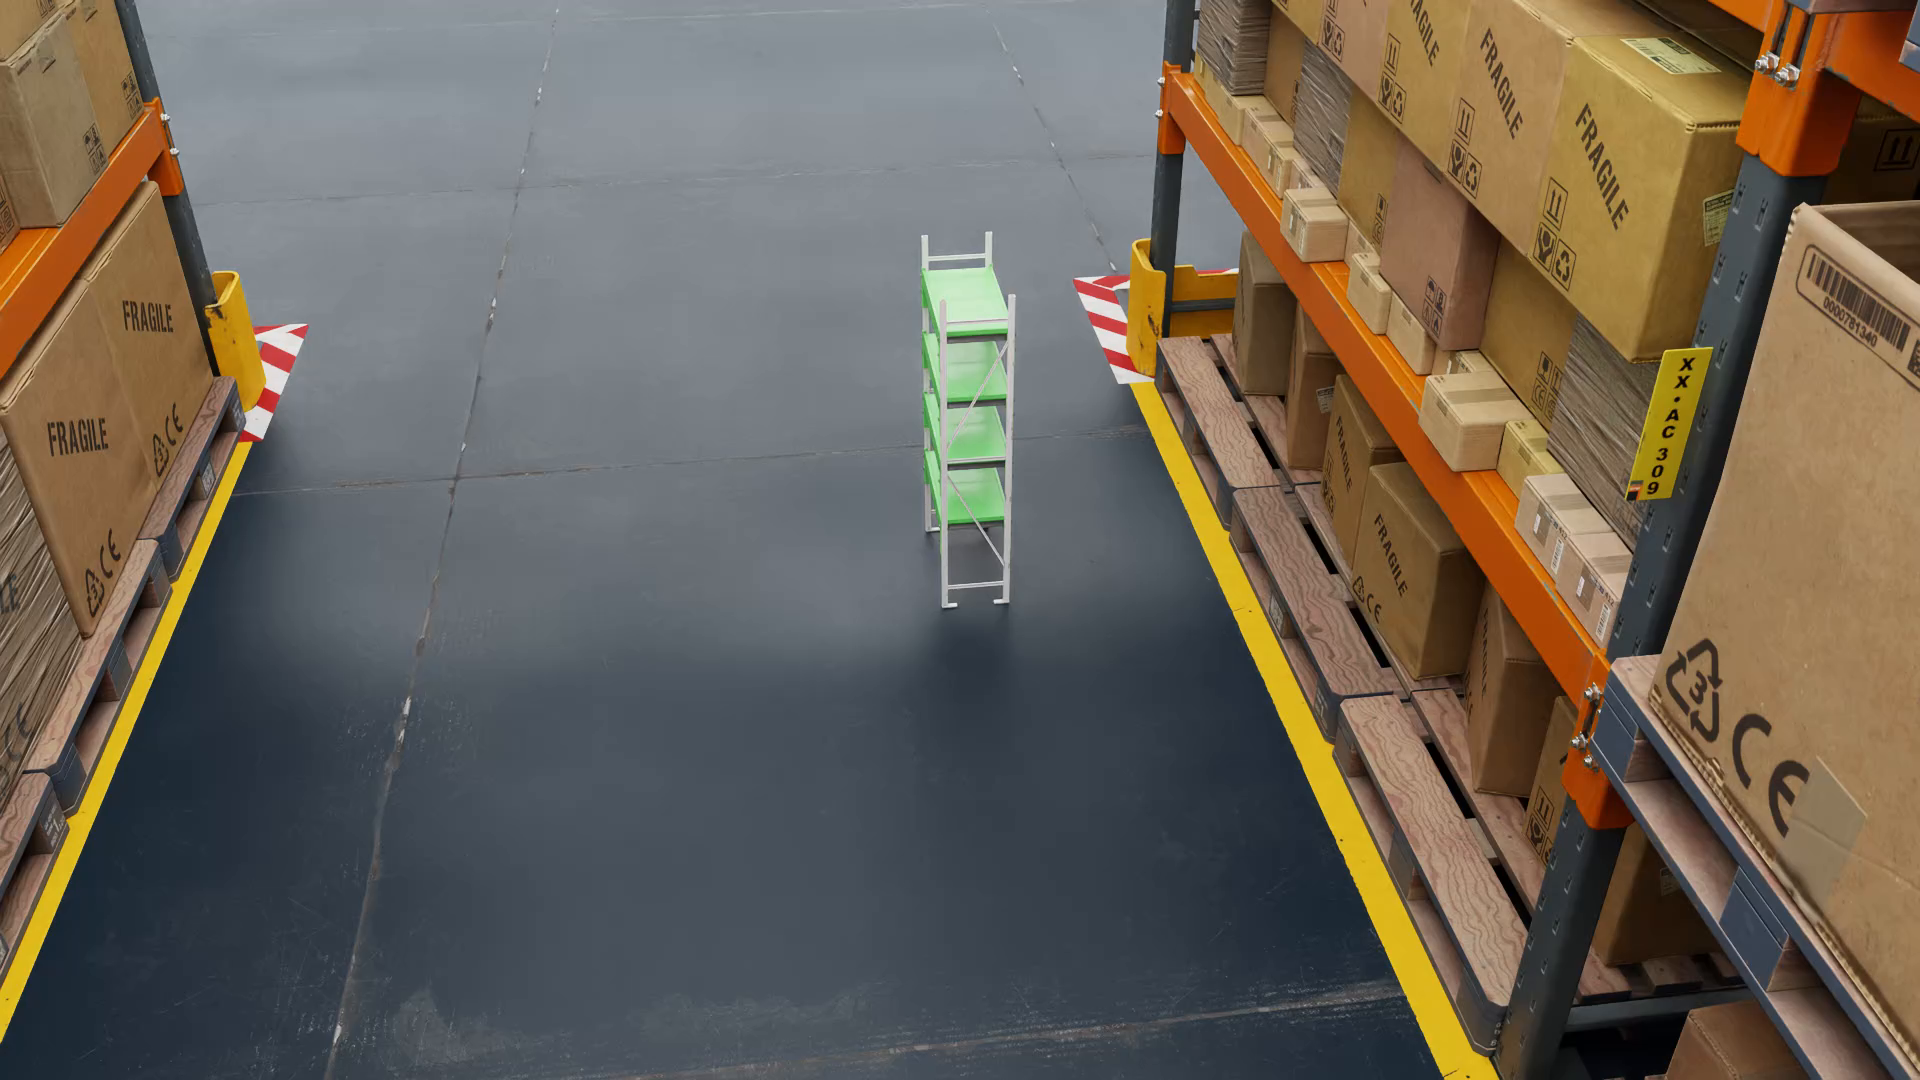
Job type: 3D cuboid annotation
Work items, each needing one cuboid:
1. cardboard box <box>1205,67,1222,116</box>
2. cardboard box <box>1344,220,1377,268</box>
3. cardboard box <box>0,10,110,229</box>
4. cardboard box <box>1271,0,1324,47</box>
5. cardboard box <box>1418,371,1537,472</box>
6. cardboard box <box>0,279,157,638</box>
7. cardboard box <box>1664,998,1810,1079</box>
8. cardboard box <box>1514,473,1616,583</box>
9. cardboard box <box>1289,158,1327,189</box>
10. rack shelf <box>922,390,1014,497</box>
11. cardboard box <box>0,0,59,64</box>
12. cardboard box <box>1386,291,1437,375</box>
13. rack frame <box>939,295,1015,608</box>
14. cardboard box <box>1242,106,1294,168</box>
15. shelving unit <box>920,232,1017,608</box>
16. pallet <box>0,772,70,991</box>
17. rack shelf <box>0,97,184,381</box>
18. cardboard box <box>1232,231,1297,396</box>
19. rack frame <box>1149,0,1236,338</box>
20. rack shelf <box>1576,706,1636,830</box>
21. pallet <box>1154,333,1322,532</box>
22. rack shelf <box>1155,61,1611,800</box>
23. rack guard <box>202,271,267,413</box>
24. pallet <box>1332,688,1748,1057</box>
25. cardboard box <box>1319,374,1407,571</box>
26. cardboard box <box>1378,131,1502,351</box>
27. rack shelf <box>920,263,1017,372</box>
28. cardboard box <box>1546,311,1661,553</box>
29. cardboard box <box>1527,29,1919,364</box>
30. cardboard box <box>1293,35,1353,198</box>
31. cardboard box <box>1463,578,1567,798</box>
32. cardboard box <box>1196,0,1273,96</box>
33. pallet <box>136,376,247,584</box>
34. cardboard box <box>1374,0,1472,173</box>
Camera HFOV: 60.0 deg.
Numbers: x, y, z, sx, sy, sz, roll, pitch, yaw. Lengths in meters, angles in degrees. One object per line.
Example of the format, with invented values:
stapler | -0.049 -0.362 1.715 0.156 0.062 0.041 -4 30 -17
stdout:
cardboard box | 1.152 -1.713 6.322 0.380 0.149 0.250 -4 35 -6
cardboard box | 1.408 -0.880 5.100 0.380 0.149 0.250 -4 35 -6
cardboard box | -3.403 -1.368 5.461 0.875 0.550 0.550 -4 35 -6
cardboard box | 1.268 -1.826 5.025 0.500 0.500 0.500 -4 35 -6
cardboard box | 1.411 -0.312 4.267 0.380 0.149 0.250 -4 35 -6
cardboard box | -3.316 -0.246 5.462 0.875 0.875 0.875 -5 35 -7
cardboard box | 1.934 1.293 3.518 0.700 0.500 0.500 -7 35 -10
cardboard box | 1.529 -0.036 3.863 0.380 0.149 0.250 -4 35 -6
cardboard box | 1.312 -1.156 5.506 0.380 0.149 0.250 -4 35 -6
rack shelf | 0.022 -0.351 5.813 0.258 0.148 0.480 -4 35 -6
cardboard box | -3.416 -1.813 5.155 0.875 0.550 0.550 -4 35 -6
cardboard box | 1.434 -0.597 4.686 0.380 0.149 0.250 -4 35 -6
rack frame | 0.055 -0.267 5.577 0.240 1.200 0.015 -4 35 -6
cardboard box | 1.225 -1.434 5.914 0.380 0.149 0.250 -4 35 -6
shelving unit | 0.022 -0.403 5.777 0.258 1.200 0.503 -4 35 -6
pallet | -3.080 1.139 4.391 1.003 0.211 1.213 -4 35 -6
rack shelf | -3.324 -0.402 4.815 1.077 0.370 4.000 -4 35 -6
cardboard box | 1.403 -0.925 6.791 0.500 0.500 0.500 2 34 2
rack frame | 1.335 -2.134 6.718 1.000 3.000 0.127 -4 35 -6
rack shelf | 2.142 1.511 2.008 1.077 0.370 4.000 -4 35 -6
pallet | 1.420 -0.484 6.772 1.003 0.211 1.213 -4 35 -6
rack shelf | 1.604 -0.721 5.283 1.077 0.370 4.000 -4 35 -6
rack guard | -3.597 -0.796 6.974 1.175 0.500 0.348 -4 35 -6
pallet | 1.748 0.878 4.774 1.003 0.211 1.213 -4 35 -6
cardboard box | 1.582 -0.243 5.790 0.500 0.500 0.500 -1 34 -2
cardboard box | 1.675 -0.875 4.518 0.875 0.500 0.500 -4 35 -6
rack shelf | 0.022 -0.747 5.542 0.258 0.148 0.480 -4 35 -6
cardboard box | 1.874 -0.322 3.706 0.875 0.500 0.500 -4 35 -6
cardboard box | 1.540 -0.710 3.387 0.500 0.500 0.500 -4 35 -6
cardboard box | 1.593 -1.437 5.343 0.875 0.500 0.500 -4 35 -6
cardboard box | 1.774 0.412 4.829 0.500 0.500 0.500 6 35 9
cardboard box | 1.382 -1.990 6.153 0.875 0.500 0.500 -4 35 -6
pallet | -3.408 -0.223 6.389 1.003 0.211 1.213 -4 35 -6
cardboard box | 1.405 -1.268 4.206 0.500 0.500 0.500 -4 35 -6
